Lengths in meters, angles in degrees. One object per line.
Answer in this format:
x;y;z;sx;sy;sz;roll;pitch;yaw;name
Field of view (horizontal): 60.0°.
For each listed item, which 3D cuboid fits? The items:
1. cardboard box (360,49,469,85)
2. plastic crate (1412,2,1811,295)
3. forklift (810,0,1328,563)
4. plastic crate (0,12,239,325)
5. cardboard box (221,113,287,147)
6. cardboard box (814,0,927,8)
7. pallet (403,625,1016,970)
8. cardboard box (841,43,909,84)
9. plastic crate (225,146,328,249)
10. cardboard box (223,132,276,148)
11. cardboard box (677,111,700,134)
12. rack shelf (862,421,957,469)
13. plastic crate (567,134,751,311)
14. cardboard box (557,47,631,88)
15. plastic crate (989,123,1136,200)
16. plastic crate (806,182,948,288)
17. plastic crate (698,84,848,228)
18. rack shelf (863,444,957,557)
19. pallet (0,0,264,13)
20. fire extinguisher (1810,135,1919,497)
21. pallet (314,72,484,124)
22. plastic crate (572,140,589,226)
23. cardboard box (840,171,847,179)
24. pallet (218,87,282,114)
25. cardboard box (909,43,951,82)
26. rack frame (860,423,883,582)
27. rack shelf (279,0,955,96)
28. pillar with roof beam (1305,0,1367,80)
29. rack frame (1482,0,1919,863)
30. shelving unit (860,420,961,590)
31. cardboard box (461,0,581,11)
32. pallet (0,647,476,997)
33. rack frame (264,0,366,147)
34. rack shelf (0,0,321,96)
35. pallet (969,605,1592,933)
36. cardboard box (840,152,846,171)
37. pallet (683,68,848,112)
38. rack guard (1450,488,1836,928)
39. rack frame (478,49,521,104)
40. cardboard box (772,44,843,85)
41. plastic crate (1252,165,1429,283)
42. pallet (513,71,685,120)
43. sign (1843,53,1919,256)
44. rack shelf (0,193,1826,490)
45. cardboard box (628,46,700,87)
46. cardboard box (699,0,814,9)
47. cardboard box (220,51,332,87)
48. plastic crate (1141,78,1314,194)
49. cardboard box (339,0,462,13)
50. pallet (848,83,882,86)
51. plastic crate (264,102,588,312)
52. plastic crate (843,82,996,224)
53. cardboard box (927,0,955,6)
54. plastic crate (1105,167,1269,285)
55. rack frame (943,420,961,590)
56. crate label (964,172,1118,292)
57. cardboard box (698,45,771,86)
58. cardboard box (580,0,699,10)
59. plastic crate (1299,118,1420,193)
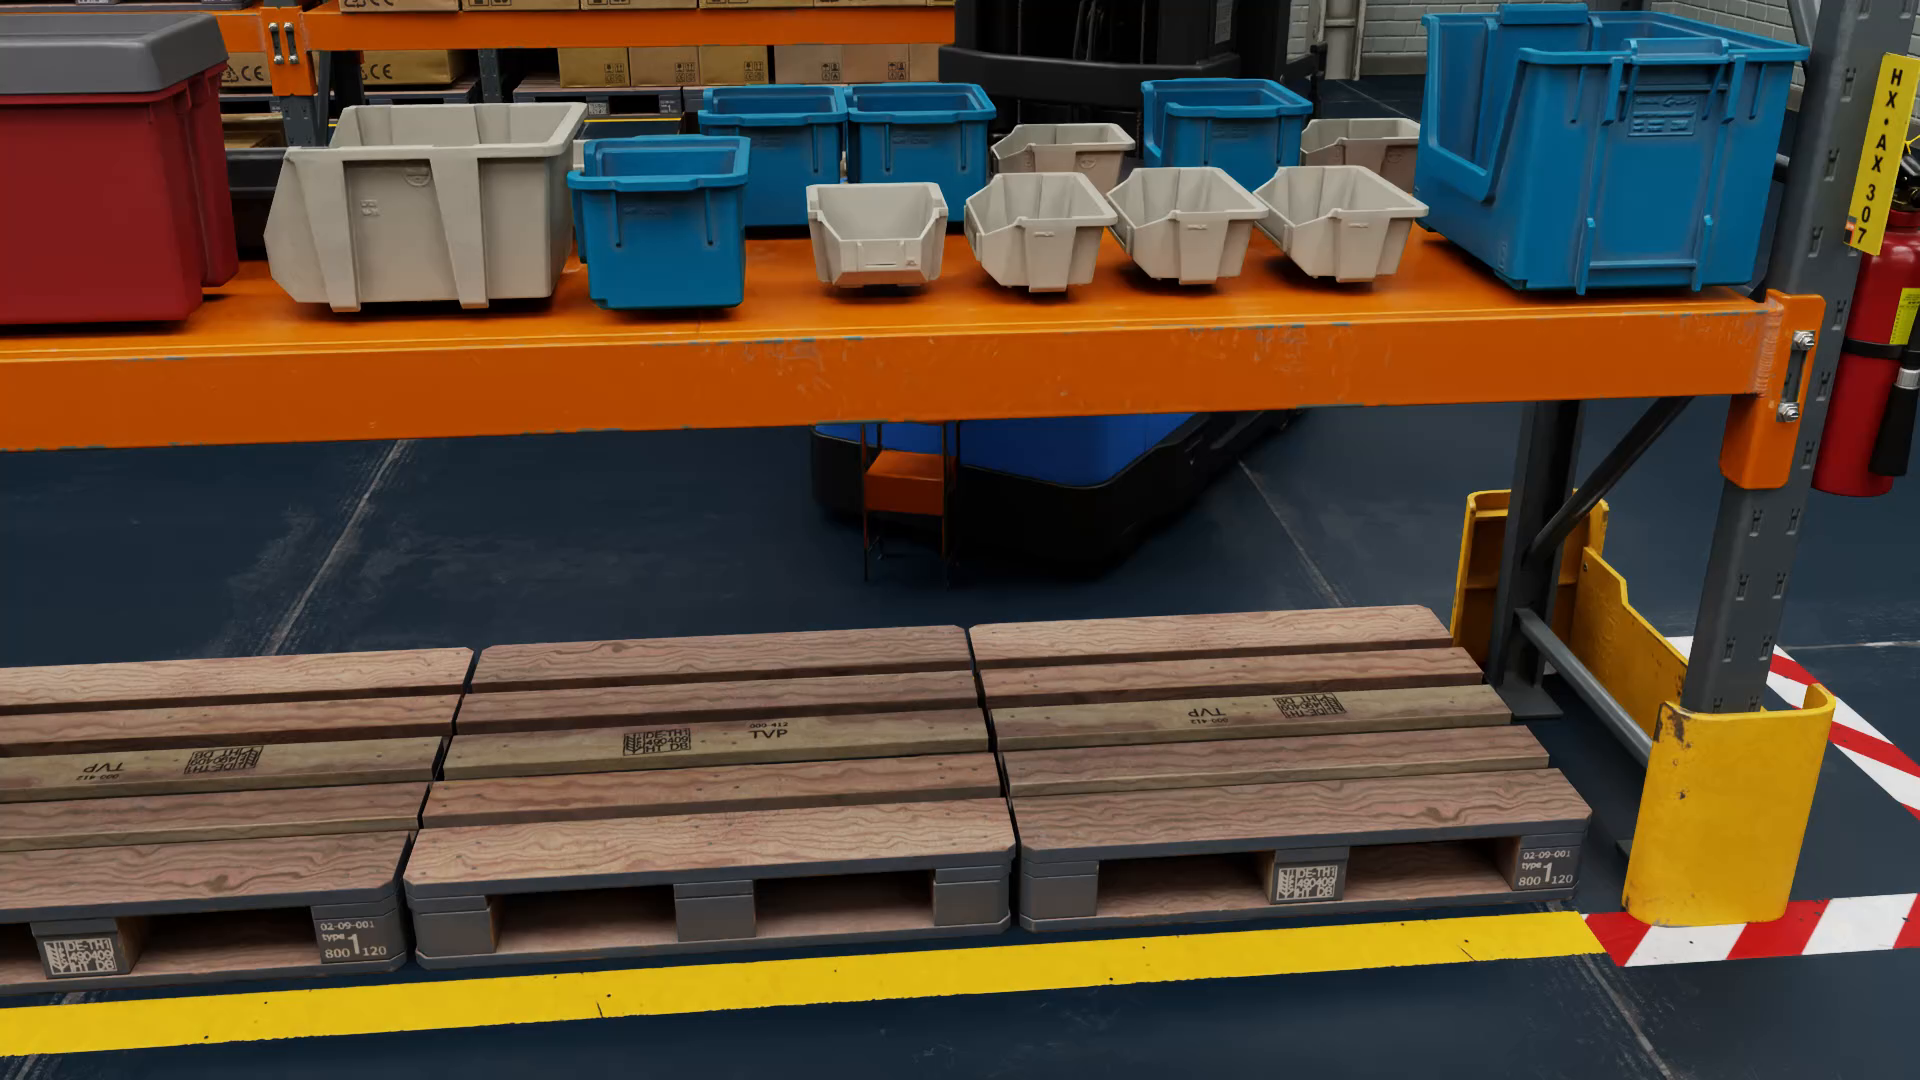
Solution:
-4.091;-3.778;12.186;0.750;0.750;0.750;-2;24;-5;cardboard box
1.183;-0.757;3.142;0.499;0.435;0.616;-2;24;-5;plastic crate
0.691;-1.829;5.756;1.130;2.935;3.031;13;27;27;forklift
-1.570;-0.633;2.829;0.583;0.464;0.402;-2;24;-5;plastic crate
-3.471;-1.783;8.104;0.500;0.500;0.500;-3;24;-8;cardboard box
-0.417;-2.682;7.469;0.500;0.500;0.500;-2;24;-5;cardboard box
-0.538;0.537;3.783;1.213;0.211;1.003;-2;24;-5;pallet
-0.661;-3.768;12.594;0.500;0.500;0.700;-2;24;-5;cardboard box
-1.395;-0.697;3.391;0.590;0.125;0.437;-2;24;-5;plastic crate
-3.429;-1.568;7.621;0.500;0.500;0.500;-2;24;-5;cardboard box
-1.097;-1.782;8.098;0.637;0.503;0.797;-2;24;-5;cardboard box
-0.142;-0.373;4.823;0.240;0.259;0.215;5;24;11;rack shelf
-0.521;-0.567;2.966;0.300;0.233;0.416;-2;24;-5;plastic crate
-2.702;-3.685;12.408;0.500;0.500;0.700;-2;24;-4;cardboard box
0.217;-0.826;3.666;0.298;0.136;0.250;-2;24;-5;plastic crate
-0.153;-0.557;3.062;0.250;0.136;0.298;-2;24;-5;plastic crate
-0.389;-0.812;3.515;0.300;0.233;0.416;-2;24;-5;plastic crate
-0.142;-0.119;4.935;0.240;0.259;0.215;5;24;11;rack shelf
-3.772;-2.569;7.574;1.213;0.211;1.003;-2;24;-5;pallet
1.693;-0.419;3.053;0.183;0.674;0.296;-2;24;-5;fire extinguisher
-4.217;-3.311;12.440;1.213;0.211;1.003;-2;24;-5;pallet
-0.779;-0.740;3.473;0.466;0.136;0.293;-2;24;-5;plastic crate
-0.451;-1.602;8.005;0.500;0.250;0.500;-2;24;-5;cardboard box
-5.434;-3.261;12.328;1.213;0.211;1.003;-2;24;-5;pallet
-0.163;-3.788;12.639;0.500;0.500;0.700;-2;24;-5;cardboard box
-0.262;-0.393;4.842;0.008;1.050;0.200;5;24;11;rack frame
-0.976;-2.396;7.833;4.000;0.370;1.077;-2;24;-5;rack shelf
3.549;-6.265;8.267;0.400;9.000;9.100;-2;24;-5;pillar with roof beam
1.498;-0.802;3.362;0.127;3.000;1.000;-2;24;-5;rack frame
-0.142;-0.383;4.818;0.252;1.050;0.215;5;24;11;shelving unit
-1.923;-2.622;7.334;0.500;0.500;0.500;-2;24;-4;cardboard box
-1.755;0.587;3.670;1.213;0.211;1.003;-2;24;-5;pallet
-2.966;-2.645;7.507;0.127;3.000;1.000;-2;24;-5;rack frame
-4.956;-2.236;7.474;4.000;0.370;1.077;-2;24;-5;rack shelf
0.673;0.489;3.889;1.213;0.211;1.003;-2;24;-5;pallet
-0.549;-1.802;8.455;0.500;0.250;0.500;-2;24;-5;cardboard box
-1.475;-3.421;12.688;1.213;0.211;1.003;-2;24;-5;pallet
1.520;0.334;3.883;0.348;0.500;1.175;-2;24;-5;rack guard
-3.457;-4.647;12.012;0.127;3.000;1.000;-2;24;-5;rack frame
-1.161;-3.747;12.549;0.500;0.500;0.700;-3;24;-7;cardboard box
0.704;-0.603;3.165;0.243;0.136;0.396;-2;24;-5;plastic crate
-2.692;-3.371;12.575;1.213;0.211;1.003;-2;24;-5;pallet
1.568;-0.655;2.830;0.005;0.325;0.100;-2;24;-5;sign
-0.493;-0.394;3.328;4.000;0.370;1.077;-2;24;-5;rack shelf
-2.202;-3.704;12.450;0.500;0.500;0.700;-3;24;-6;cardboard box
-0.919;-2.662;7.424;0.500;0.500;0.500;-3;24;-6;cardboard box
-4.975;-3.741;12.104;0.750;0.750;0.750;-2;24;-4;cardboard box
0.565;-0.850;3.602;0.300;0.233;0.416;-2;24;-5;plastic crate
-2.432;-2.601;7.285;0.500;0.500;0.500;-2;24;-4;cardboard box
-0.264;-3.469;12.794;1.213;0.211;1.003;-2;24;-5;pallet
-0.945;-0.602;2.984;0.530;0.282;0.437;-2;24;-5;plastic crate
-0.091;-0.824;3.542;0.300;0.233;0.416;-2;24;-5;plastic crate
0.080;-2.700;7.509;0.500;0.500;0.500;-2;24;-5;cardboard box
0.414;-0.598;3.152;0.243;0.136;0.396;-2;24;-5;plastic crate
-0.023;-0.372;4.795;0.008;1.050;0.200;5;24;11;rack frame
0.139;-0.577;3.105;0.243;0.136;0.396;-2;24;-5;crate label
-1.691;-3.723;12.494;0.500;0.500;0.700;-2;24;-4;cardboard box
-1.425;-2.641;7.377;0.500;0.500;0.500;-2;24;-5;cardboard box
0.892;-0.853;3.727;0.298;0.136;0.250;-2;24;-5;plastic crate
